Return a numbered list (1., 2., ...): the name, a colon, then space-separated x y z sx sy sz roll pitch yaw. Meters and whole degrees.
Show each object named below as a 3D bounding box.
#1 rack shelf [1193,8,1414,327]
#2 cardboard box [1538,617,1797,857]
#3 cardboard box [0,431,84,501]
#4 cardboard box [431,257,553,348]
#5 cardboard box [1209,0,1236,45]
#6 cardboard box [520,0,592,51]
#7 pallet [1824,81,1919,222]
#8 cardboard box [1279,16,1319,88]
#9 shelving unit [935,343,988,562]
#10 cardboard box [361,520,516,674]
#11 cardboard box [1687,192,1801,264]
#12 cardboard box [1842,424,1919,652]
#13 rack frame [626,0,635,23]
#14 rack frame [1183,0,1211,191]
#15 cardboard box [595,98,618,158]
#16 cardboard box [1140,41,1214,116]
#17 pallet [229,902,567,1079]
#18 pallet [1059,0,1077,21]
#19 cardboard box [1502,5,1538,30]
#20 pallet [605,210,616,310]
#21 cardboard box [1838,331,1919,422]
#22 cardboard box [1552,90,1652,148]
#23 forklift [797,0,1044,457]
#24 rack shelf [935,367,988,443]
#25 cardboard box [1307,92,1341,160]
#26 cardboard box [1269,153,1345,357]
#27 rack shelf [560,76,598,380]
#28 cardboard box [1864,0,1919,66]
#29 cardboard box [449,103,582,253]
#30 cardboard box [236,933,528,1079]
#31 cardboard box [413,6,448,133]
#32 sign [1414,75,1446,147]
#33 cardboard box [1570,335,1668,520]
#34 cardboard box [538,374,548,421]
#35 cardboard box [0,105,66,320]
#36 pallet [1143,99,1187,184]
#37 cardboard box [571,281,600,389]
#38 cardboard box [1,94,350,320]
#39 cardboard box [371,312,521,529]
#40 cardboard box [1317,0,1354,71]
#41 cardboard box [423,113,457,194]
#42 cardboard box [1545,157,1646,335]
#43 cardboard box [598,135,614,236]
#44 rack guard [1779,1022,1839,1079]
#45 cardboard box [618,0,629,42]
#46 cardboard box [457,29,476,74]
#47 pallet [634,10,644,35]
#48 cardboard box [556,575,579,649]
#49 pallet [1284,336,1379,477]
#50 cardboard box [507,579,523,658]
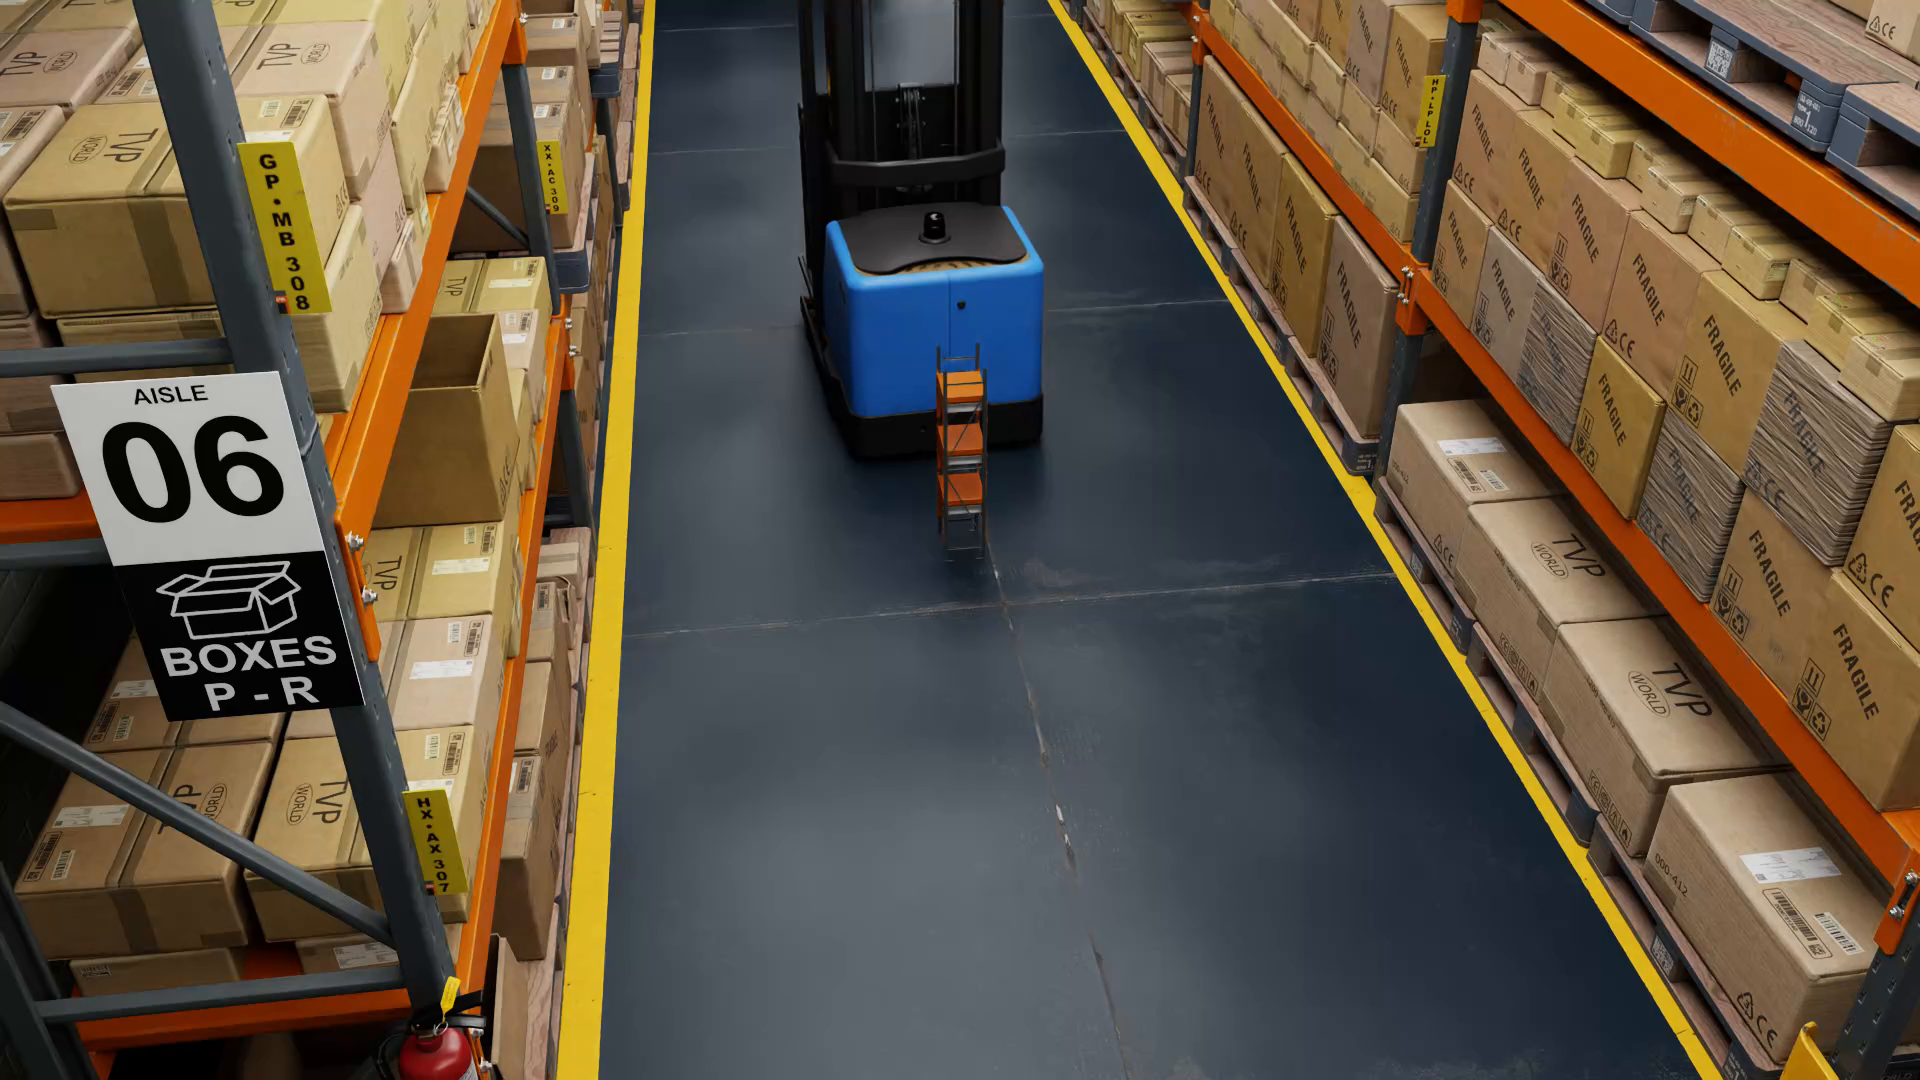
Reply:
1. rack shelf: 2.374 -2.337 9.654 1.077 0.370 4.000 -4 35 -6
2. cardboard box: 2.861 0.729 6.419 0.875 0.438 0.875 -3 34 -5
3. cardboard box: -2.010 -0.204 3.446 0.380 0.149 0.250 -3 34 -5
4. cardboard box: -1.965 -0.935 6.828 0.500 0.250 0.500 -4 34 -5
5. cardboard box: 1.921 -3.396 10.703 0.500 0.250 0.500 -5 35 -7
6. cardboard box: -2.411 -2.691 9.071 0.797 0.503 0.637 -5 35 -7
7. pallet: 3.070 -0.902 4.325 1.003 0.211 1.213 -4 35 -6
8. cardboard box: 2.107 -2.742 9.299 0.500 0.250 0.500 -4 34 -6
9. shelving unit: 0.007 -0.404 7.911 0.215 1.050 0.252 -4 35 -6
10. cardboard box: -1.671 0.194 5.171 0.500 0.250 0.500 -5 35 -7
11. cardboard box: 2.691 -1.049 5.573 0.380 0.149 0.250 -3 34 -5
12. cardboard box: 2.880 0.009 4.597 0.500 0.500 0.500 -3 34 -5
13. rack frame: -3.351 -5.604 13.810 1.000 3.000 0.127 -4 35 -6
14. rack frame: 2.105 -3.750 11.089 1.000 3.000 0.127 -4 35 -6
15. cardboard box: -2.884 -2.913 11.597 0.875 0.625 0.625 -3 34 -5
16. cardboard box: 1.931 -3.565 12.778 0.950 0.372 0.625 -5 35 -7
17. pallet: -1.856 1.758 5.484 1.003 0.211 1.213 -4 35 -6
18. pallet: 1.441 -5.202 15.696 1.003 0.211 1.213 -4 35 -6
19. cardboard box: 2.868 -2.240 7.896 0.500 0.500 0.500 -4 34 -6
20. pallet: -2.750 -1.800 10.704 1.003 0.211 1.213 -4 35 -6
21. cardboard box: 2.758 -0.471 4.725 0.380 0.149 0.250 -5 35 -7
22. cardboard box: 2.527 -1.620 6.411 0.380 0.149 0.250 -5 35 -7
23. forklift: -0.363 -2.473 9.276 1.130 2.935 3.031 -7 35 -10
24. rack shelf: 0.007 -0.630 7.757 0.215 0.259 0.240 -4 35 -6
25. cardboard box: 2.216 -2.254 9.028 0.500 0.250 0.500 -5 35 -8
26. cardboard box: 2.351 -1.657 9.531 0.875 0.875 0.875 -3 34 -5
27. rack shelf: -2.544 -1.959 9.099 1.077 0.370 4.000 -4 35 -6
28. cardboard box: 3.029 -1.542 4.804 0.500 0.311 0.500 -4 34 -6
29. cardboard box: -2.119 -1.642 7.534 0.700 0.500 0.500 -4 34 -5
30. cardboard box: -1.726 1.602 5.080 0.797 0.503 0.637 -6 35 -8
31. cardboard box: -1.764 -1.332 4.746 0.500 0.250 0.500 -5 35 -7
32. sign: 2.106 -1.917 7.442 0.100 0.325 0.005 -4 35 -6
33. cardboard box: 2.640 -0.431 6.130 0.500 0.500 0.500 -3 34 -5
34. cardboard box: -1.867 -0.590 6.676 0.380 0.149 0.250 -4 34 -5
35. cardboard box: -2.074 -0.642 3.289 0.500 0.250 0.500 -5 35 -8
36. pallet: 2.001 -3.034 12.514 1.003 0.211 1.213 -4 35 -6
37. cardboard box: -2.262 -1.143 9.110 0.500 0.500 0.500 -5 35 -8
38. cardboard box: -1.548 -0.681 3.348 0.500 0.250 0.500 -5 35 -7
39. cardboard box: -1.734 -0.389 5.361 0.500 0.500 0.500 -4 34 -5
40. cardboard box: 2.208 -2.775 8.682 0.500 0.500 0.500 -3 34 -5
41. cardboard box: -1.660 -1.102 4.763 0.380 0.149 0.250 -4 35 -6
42. cardboard box: 2.586 -1.119 6.252 0.500 0.500 0.500 -4 34 -5
43. cardboard box: -2.544 -2.293 10.798 0.500 0.500 0.500 -3 34 -5
44. rack guard: 3.184 1.761 5.223 1.175 0.500 0.348 -4 35 -6
45. cardboard box: -3.270 -4.506 13.934 0.875 0.625 0.625 -3 34 -4
46. cardboard box: -1.848 -1.673 5.600 0.380 0.149 0.250 -4 35 -7
47. pallet: -3.417 -4.899 15.251 1.003 0.211 1.213 -4 35 -6
48. cardboard box: -1.861 0.304 7.195 0.396 0.266 0.258 -3 34 -5
49. pallet: 2.464 -0.790 9.222 1.003 0.211 1.213 -4 35 -6
50. cardboard box: -1.634 0.269 5.414 0.380 0.149 0.250 -5 35 -8
